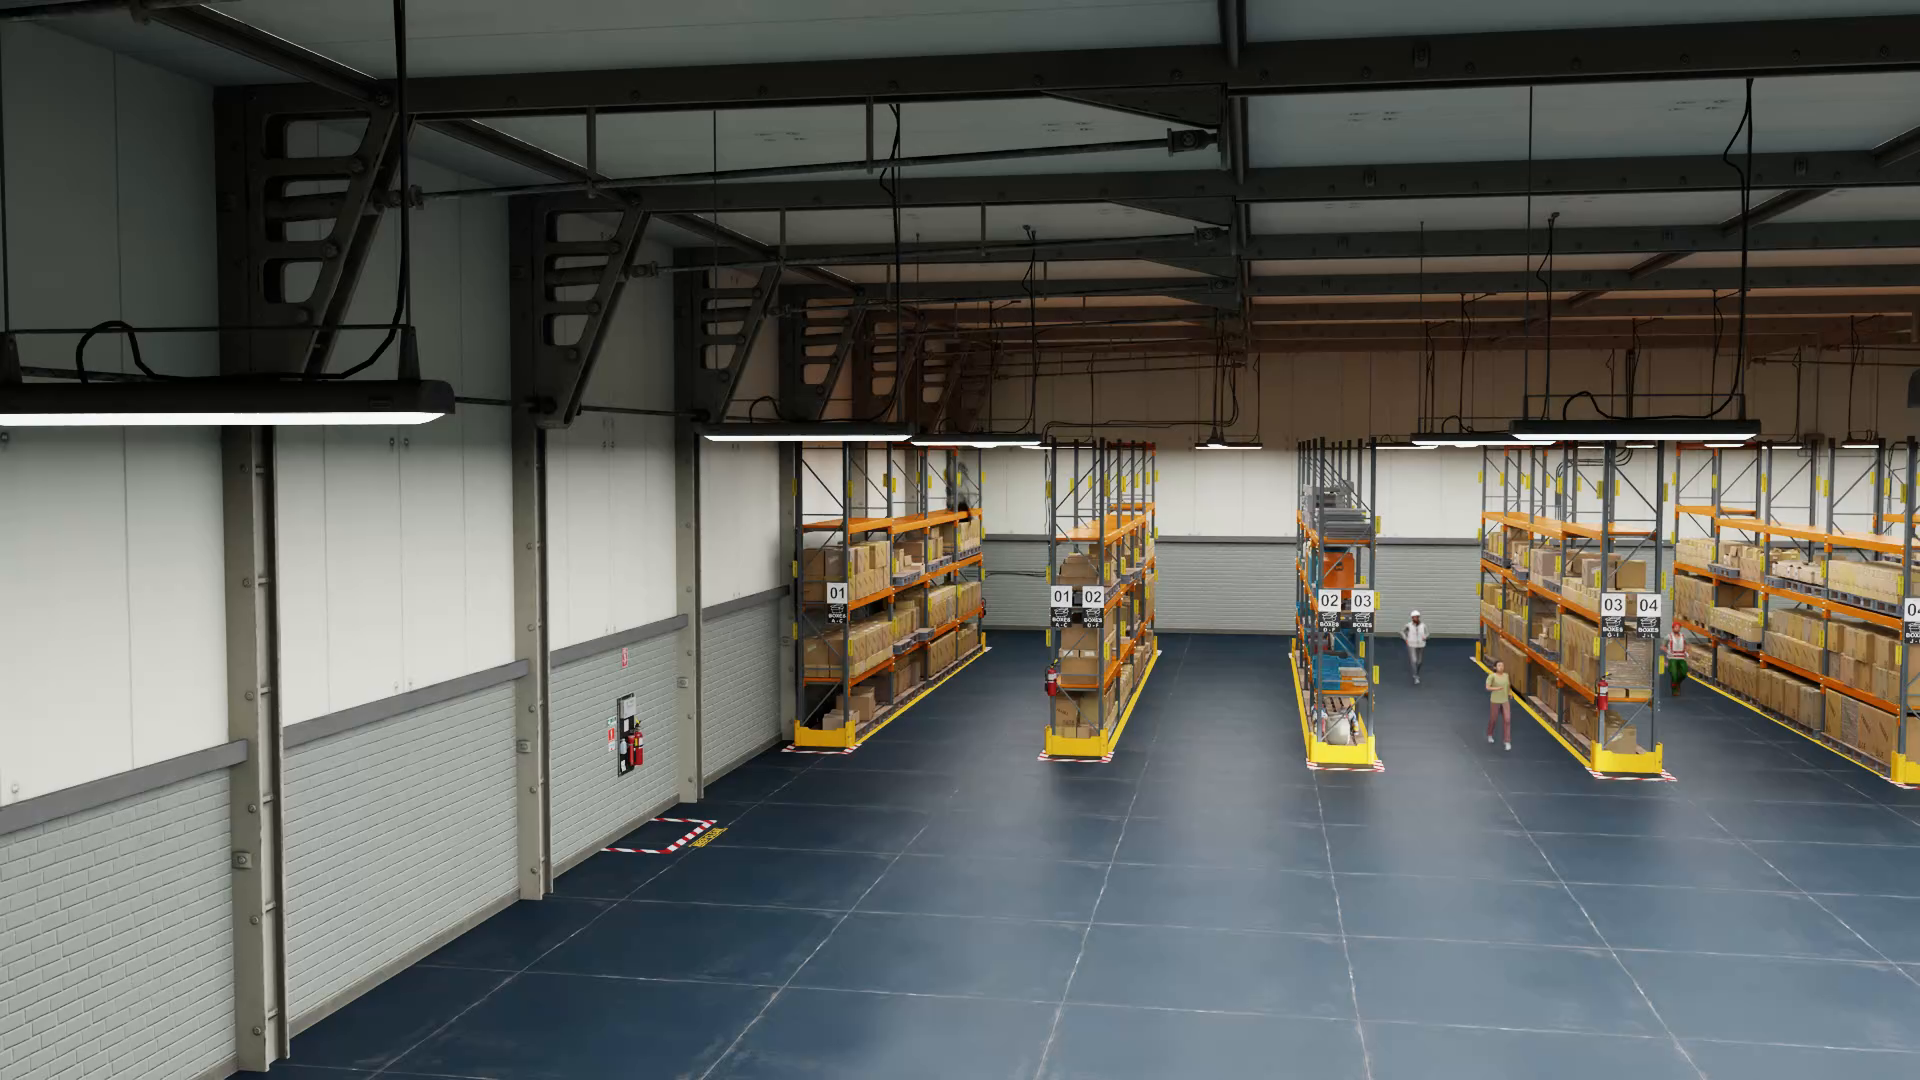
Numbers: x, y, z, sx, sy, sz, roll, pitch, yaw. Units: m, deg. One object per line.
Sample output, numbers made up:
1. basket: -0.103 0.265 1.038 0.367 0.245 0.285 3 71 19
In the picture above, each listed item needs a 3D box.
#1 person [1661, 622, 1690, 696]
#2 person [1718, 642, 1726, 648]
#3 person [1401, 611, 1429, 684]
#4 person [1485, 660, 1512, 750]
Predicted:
1. person: 16.784 2.789 38.930 0.649 1.739 0.603 0 3 9
2. person: 20.645 2.495 45.396 0.597 1.650 0.865 -2 3 -29
3. person: 11.279 2.637 41.184 0.668 1.770 0.872 0 3 0
4. person: 10.440 3.161 32.209 0.561 1.691 0.908 0 3 -2
